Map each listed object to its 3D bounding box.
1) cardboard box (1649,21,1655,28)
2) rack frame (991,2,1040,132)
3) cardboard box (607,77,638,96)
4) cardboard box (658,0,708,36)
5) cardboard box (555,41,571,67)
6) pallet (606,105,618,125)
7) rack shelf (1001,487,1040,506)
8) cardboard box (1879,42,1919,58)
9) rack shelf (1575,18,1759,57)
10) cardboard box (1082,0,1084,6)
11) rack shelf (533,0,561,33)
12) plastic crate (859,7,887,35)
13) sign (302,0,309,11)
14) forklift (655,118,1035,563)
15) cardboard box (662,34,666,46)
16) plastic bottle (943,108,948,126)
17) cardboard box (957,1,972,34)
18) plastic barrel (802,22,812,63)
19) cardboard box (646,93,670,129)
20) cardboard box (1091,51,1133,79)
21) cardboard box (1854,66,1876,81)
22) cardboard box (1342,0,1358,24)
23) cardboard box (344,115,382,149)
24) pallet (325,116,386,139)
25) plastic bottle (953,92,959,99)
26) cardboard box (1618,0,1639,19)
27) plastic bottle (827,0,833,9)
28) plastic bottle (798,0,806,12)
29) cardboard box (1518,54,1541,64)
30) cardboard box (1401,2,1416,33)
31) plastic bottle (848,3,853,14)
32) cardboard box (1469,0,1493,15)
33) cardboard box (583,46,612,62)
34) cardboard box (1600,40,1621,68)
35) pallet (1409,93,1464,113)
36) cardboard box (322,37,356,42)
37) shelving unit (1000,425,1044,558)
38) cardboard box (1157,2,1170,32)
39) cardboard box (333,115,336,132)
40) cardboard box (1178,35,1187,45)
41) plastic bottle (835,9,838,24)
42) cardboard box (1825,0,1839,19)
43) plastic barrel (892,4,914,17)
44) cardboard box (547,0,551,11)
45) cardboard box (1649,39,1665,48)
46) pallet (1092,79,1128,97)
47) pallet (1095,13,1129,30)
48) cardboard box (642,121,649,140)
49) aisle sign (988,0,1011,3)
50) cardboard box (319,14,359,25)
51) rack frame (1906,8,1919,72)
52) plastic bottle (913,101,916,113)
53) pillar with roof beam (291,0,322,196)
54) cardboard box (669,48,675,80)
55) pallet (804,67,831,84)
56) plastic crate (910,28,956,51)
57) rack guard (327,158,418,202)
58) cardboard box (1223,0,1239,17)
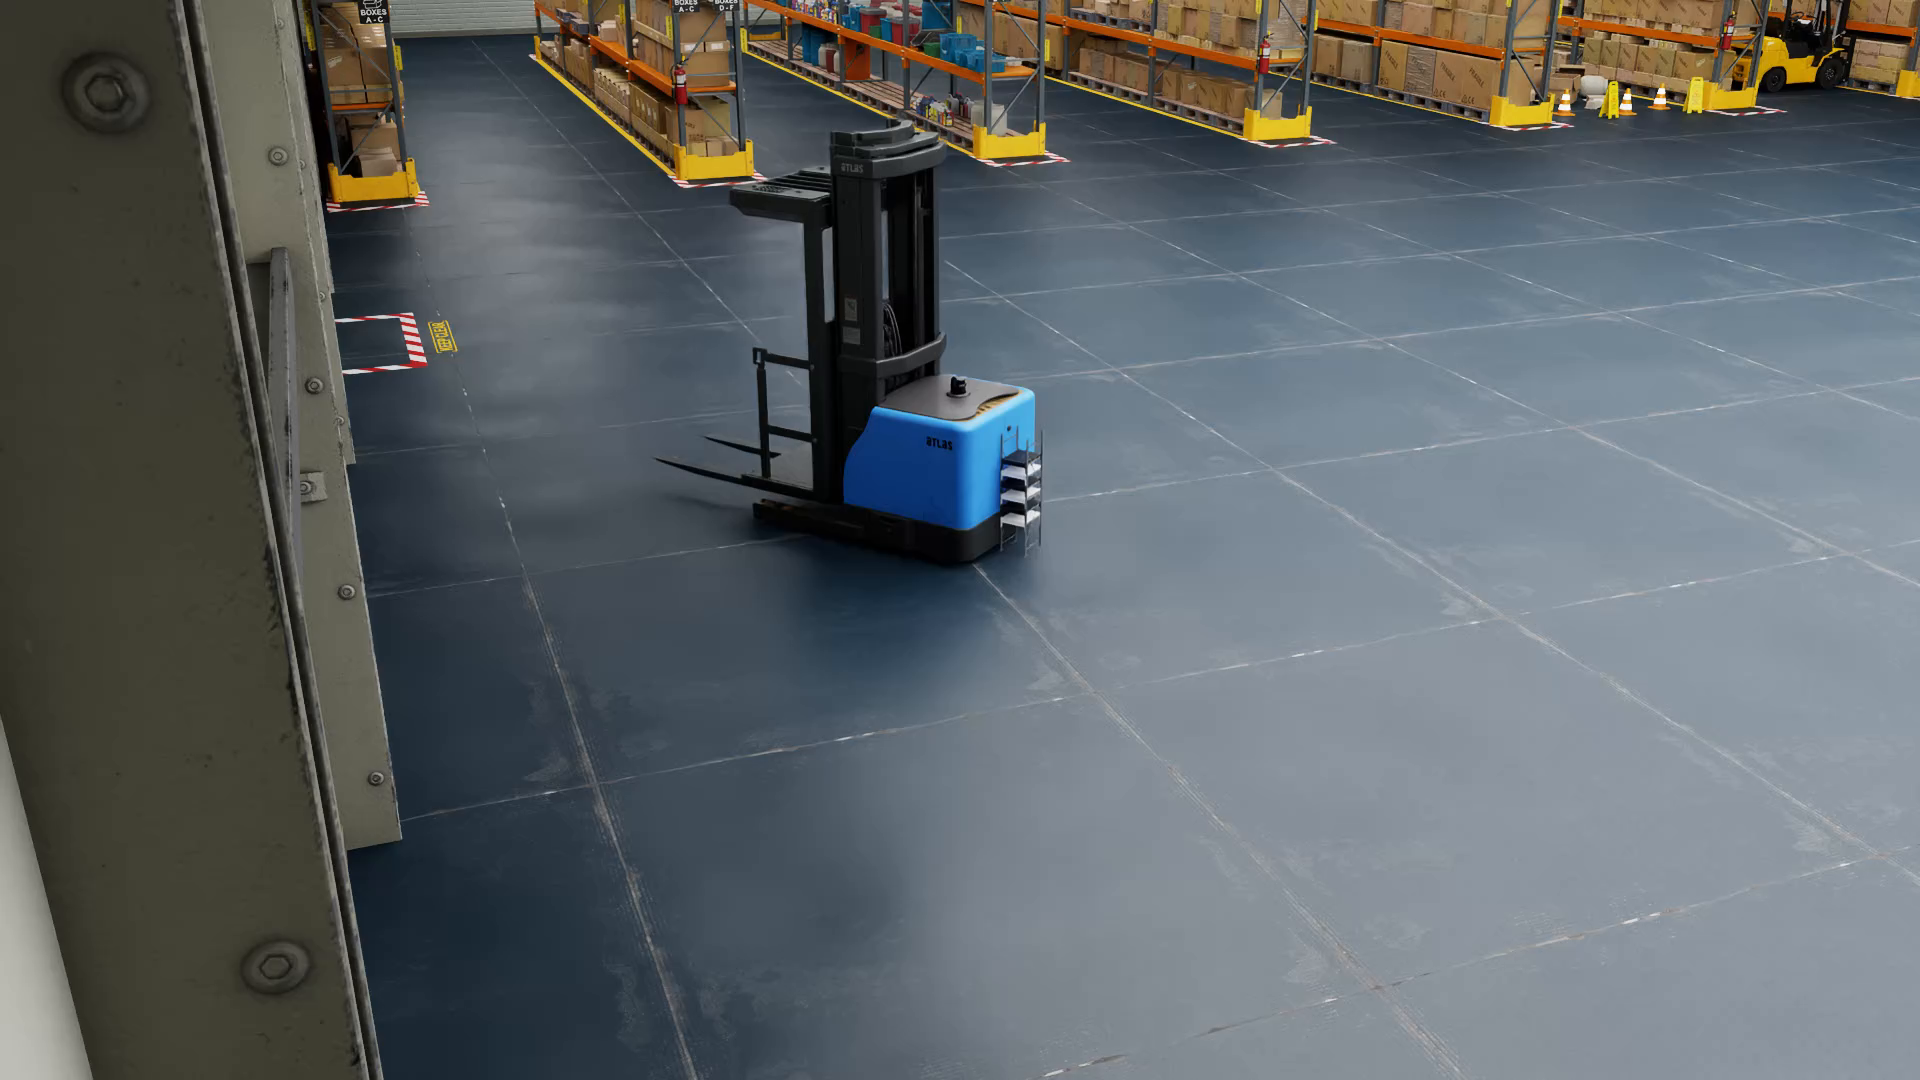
[{"bbox_3d":[13.923,-10.239,33.003,0.380,0.149,0.250,-8,24,-19],"label":"cardboard box"},{"bbox_3d":[0.875,-7.651,26.540,0.949,2.616,0.053,-8,24,-19],"label":"rack frame"},{"bbox_3d":[-6.125,-8.271,30.289,0.500,0.311,0.500,-9,24,-20],"label":"cardboard box"},{"bbox_3d":[-4.304,-8.180,25.997,0.700,0.500,0.500,-8,24,-19],"label":"cardboard box"},{"bbox_3d":[-8.469,-10.551,36.074,0.500,0.500,0.500,-8,24,-19],"label":"cardboard box"},{"bbox_3d":[-5.908,-7.847,30.596,1.003,0.211,1.213,-8,24,-19],"label":"pallet"},{"bbox_3d":[0.441,-0.314,11.921,0.200,0.077,0.258,13,26,29],"label":"rack shelf"},{"bbox_3d":[18.965,-9.884,33.550,0.500,0.250,0.500,-8,24,-17],"label":"cardboard box"},{"bbox_3d":[14.070,-10.085,33.241,1.077,0.370,4.000,-8,24,-19],"label":"rack shelf"},{"bbox_3d":[2.763,-11.497,35.536,0.500,0.500,0.500,-8,24,-17],"label":"cardboard box"},{"bbox_3d":[-8.709,-11.728,37.139,1.077,0.370,4.000,-8,24,-19],"label":"rack shelf"},{"bbox_3d":[-1.669,-9.958,31.931,0.402,0.464,0.583,-8,24,-19],"label":"plastic crate"},{"bbox_3d":[-11.740,-9.654,29.802,0.100,0.325,0.005,-8,24,-19],"label":"sign"},{"bbox_3d":[-0.964,-1.598,12.269,3.031,2.935,1.130,13,26,29],"label":"forklift"},{"bbox_3d":[-4.440,-7.805,25.941,0.380,0.149,0.250,-8,24,-17],"label":"cardboard box"},{"bbox_3d":[-0.245,-7.249,28.517,0.061,0.283,0.133,-8,24,-18],"label":"plastic bottle"},{"bbox_3d":[0.476,-12.806,40.966,0.875,0.875,0.875,-8,24,-19],"label":"cardboard box"},{"bbox_3d":[-3.191,-11.037,36.736,0.600,0.901,0.708,-8,24,-19],"label":"plastic barrel"},{"bbox_3d":[-4.773,-6.941,26.891,0.500,0.500,0.500,-8,24,-19],"label":"cardboard box"},{"bbox_3d":[3.143,-9.847,34.403,0.700,0.500,0.500,-10,25,-23],"label":"cardboard box"},{"bbox_3d":[18.791,-9.608,34.183,0.500,0.250,0.500,-8,24,-19],"label":"cardboard box"},{"bbox_3d":[8.156,-10.810,33.906,0.500,0.500,0.500,-9,24,-20],"label":"cardboard box"},{"bbox_3d":[-9.405,-6.424,26.281,0.500,0.500,0.500,-10,25,-23],"label":"cardboard box"},{"bbox_3d":[-10.520,-7.186,29.028,1.003,0.211,1.213,-8,24,-19],"label":"pallet"},{"bbox_3d":[-0.044,-7.891,29.955,0.144,0.351,0.185,-9,24,-20],"label":"plastic bottle"},{"bbox_3d":[13.623,-10.765,33.416,0.500,0.500,0.500,-9,24,-19],"label":"cardboard box"},{"bbox_3d":[-2.806,-11.612,36.001,0.144,0.351,0.185,-8,24,-19],"label":"plastic bottle"},{"bbox_3d":[-3.431,-11.600,36.070,0.152,0.276,0.135,-8,24,-19],"label":"plastic bottle"},{"bbox_3d":[11.709,-10.085,34.559,0.500,0.500,0.500,-8,24,-19],"label":"cardboard box"},{"bbox_3d":[9.126,-10.167,32.317,0.875,0.550,0.550,-8,24,-19],"label":"cardboard box"},{"bbox_3d":[-2.294,-11.205,35.134,0.152,0.276,0.135,-8,24,-19],"label":"plastic bottle"},{"bbox_3d":[9.806,-9.868,30.217,0.875,0.550,0.550,-8,24,-19],"label":"cardboard box"},{"bbox_3d":[-7.163,-9.603,32.858,0.500,0.250,0.500,-7,24,-17],"label":"cardboard box"},{"bbox_3d":[13.520,-9.971,34.078,0.500,0.500,0.500,-7,24,-17],"label":"cardboard box"},{"bbox_3d":[9.399,-8.411,31.934,1.003,0.211,1.213,-8,24,-19],"label":"pallet"},{"bbox_3d":[-9.117,-7.090,24.412,0.500,0.500,0.500,-9,24,-20],"label":"cardboard box"},{"bbox_3d":[0.441,-0.344,11.908,0.210,0.900,0.258,13,26,29],"label":"shelving unit"},{"bbox_3d":[4.194,-9.795,31.115,0.875,0.500,0.500,-8,24,-19],"label":"cardboard box"},{"bbox_3d":[-10.314,-7.241,28.221,0.700,0.500,0.500,-9,24,-20],"label":"cardboard box"},{"bbox_3d":[4.225,-9.183,30.498,0.380,0.149,0.250,-8,24,-19],"label":"cardboard box"},{"bbox_3d":[-2.496,-10.592,33.668,0.061,0.283,0.133,-8,24,-19],"label":"plastic bottle"},{"bbox_3d":[18.456,-11.118,34.638,0.500,0.500,0.500,-8,24,-19],"label":"cardboard box"},{"bbox_3d":[-1.086,-9.968,31.863,0.433,0.535,0.433,0,23,0],"label":"plastic barrel"},{"bbox_3d":[-8.786,-11.898,36.489,0.500,0.500,0.500,-8,24,-18],"label":"cardboard box"},{"bbox_3d":[13.880,-9.828,32.904,0.380,0.149,0.250,-7,24,-17],"label":"cardboard box"},{"bbox_3d":[3.382,-9.225,33.866,1.003,0.211,1.213,-8,24,-19],"label":"pallet"},{"bbox_3d":[3.417,-10.435,33.392,1.003,0.211,1.213,-8,24,-19],"label":"pallet"},{"bbox_3d":[-4.952,-6.777,27.467,0.500,0.250,0.500,-8,24,-19],"label":"cardboard box"},{"bbox_3d":[0.620,-8.781,25.875,0.394,0.787,0.004,-8,24,-19],"label":"aisle sign"},{"bbox_3d":[-10.410,-8.622,28.149,0.700,0.500,0.500,-5,23,-12],"label":"cardboard box"},{"bbox_3d":[19.419,-10.372,32.997,1.000,3.000,0.127,-8,24,-19],"label":"rack frame"},{"bbox_3d":[-0.802,-7.804,29.941,0.097,0.201,0.097,0,23,0],"label":"plastic bottle"},{"bbox_3d":[-5.425,-9.782,23.872,9.100,9.000,0.400,-8,24,-19],"label":"pillar with roof beam"},{"bbox_3d":[-4.106,-7.380,25.768,0.700,0.500,0.500,-8,24,-18],"label":"cardboard box"},{"bbox_3d":[-2.699,-9.996,35.693,1.003,0.211,1.213,-8,24,-19],"label":"pallet"},{"bbox_3d":[-0.475,-8.868,29.507,0.767,0.338,0.504,-8,24,-19],"label":"plastic crate"},{"bbox_3d":[-8.423,-5.167,23.865,1.175,0.500,0.348,-8,24,-19],"label":"rack guard"},{"bbox_3d":[4.898,-9.321,28.703,0.500,0.500,0.500,-8,24,-19],"label":"cardboard box"}]
